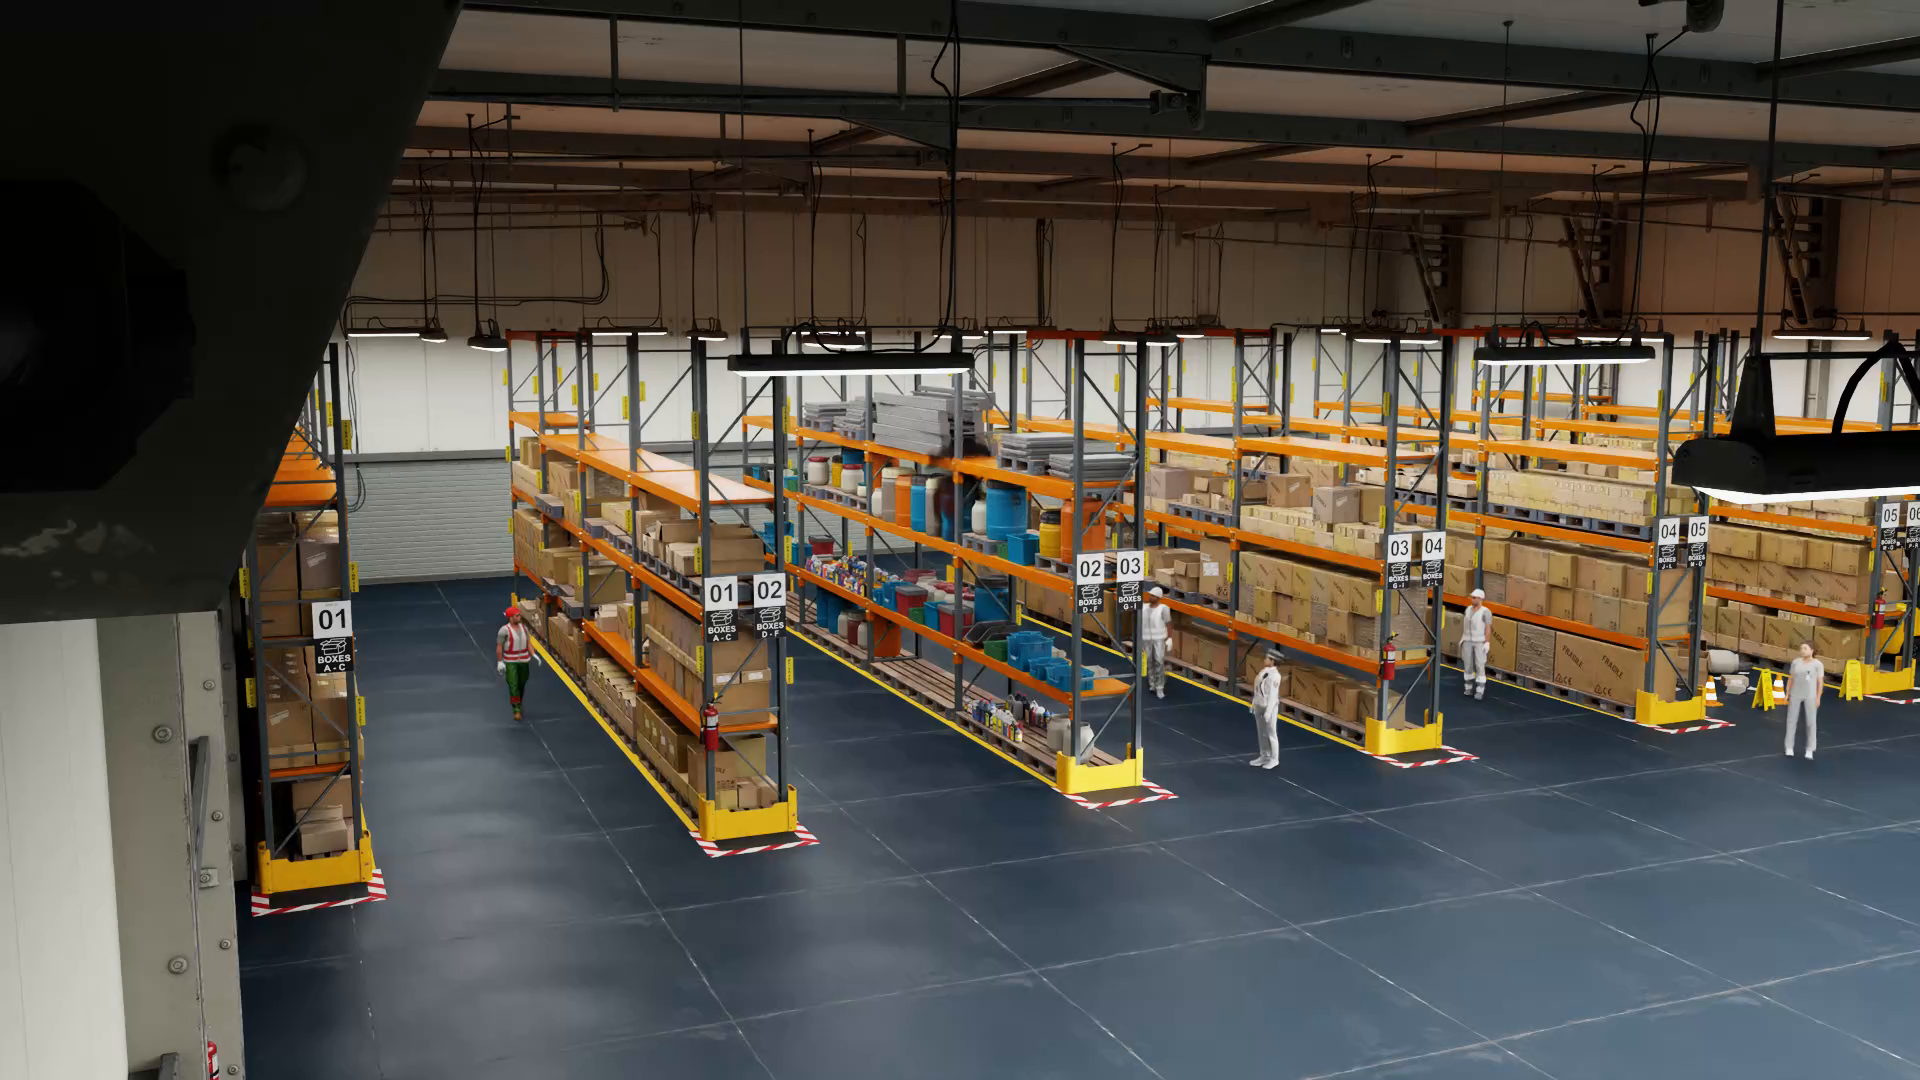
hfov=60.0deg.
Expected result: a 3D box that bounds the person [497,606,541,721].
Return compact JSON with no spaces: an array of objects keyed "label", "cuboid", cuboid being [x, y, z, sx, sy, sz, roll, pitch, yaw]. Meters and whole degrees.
[{"label":"person","cuboid":[-6.912,1.906,26.066,0.654,1.728,1.060,-4,9,-25]}]

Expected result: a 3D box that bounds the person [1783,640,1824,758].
[{"label":"person","cuboid":[12.075,2.265,23.820,0.490,1.675,0.386,4,9,29]}]

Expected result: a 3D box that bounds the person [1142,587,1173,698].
[{"label":"person","cuboid":[3.227,1.703,27.739,0.639,1.834,0.607,2,8,16]}]

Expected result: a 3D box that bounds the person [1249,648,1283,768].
[{"label":"person","cuboid":[4.273,2.346,23.294,0.421,1.697,0.568,-5,9,-33]}]

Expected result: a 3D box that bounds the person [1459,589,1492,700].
[{"label":"person","cuboid":[8.484,1.713,27.519,0.548,1.789,0.599,6,10,35]}]
